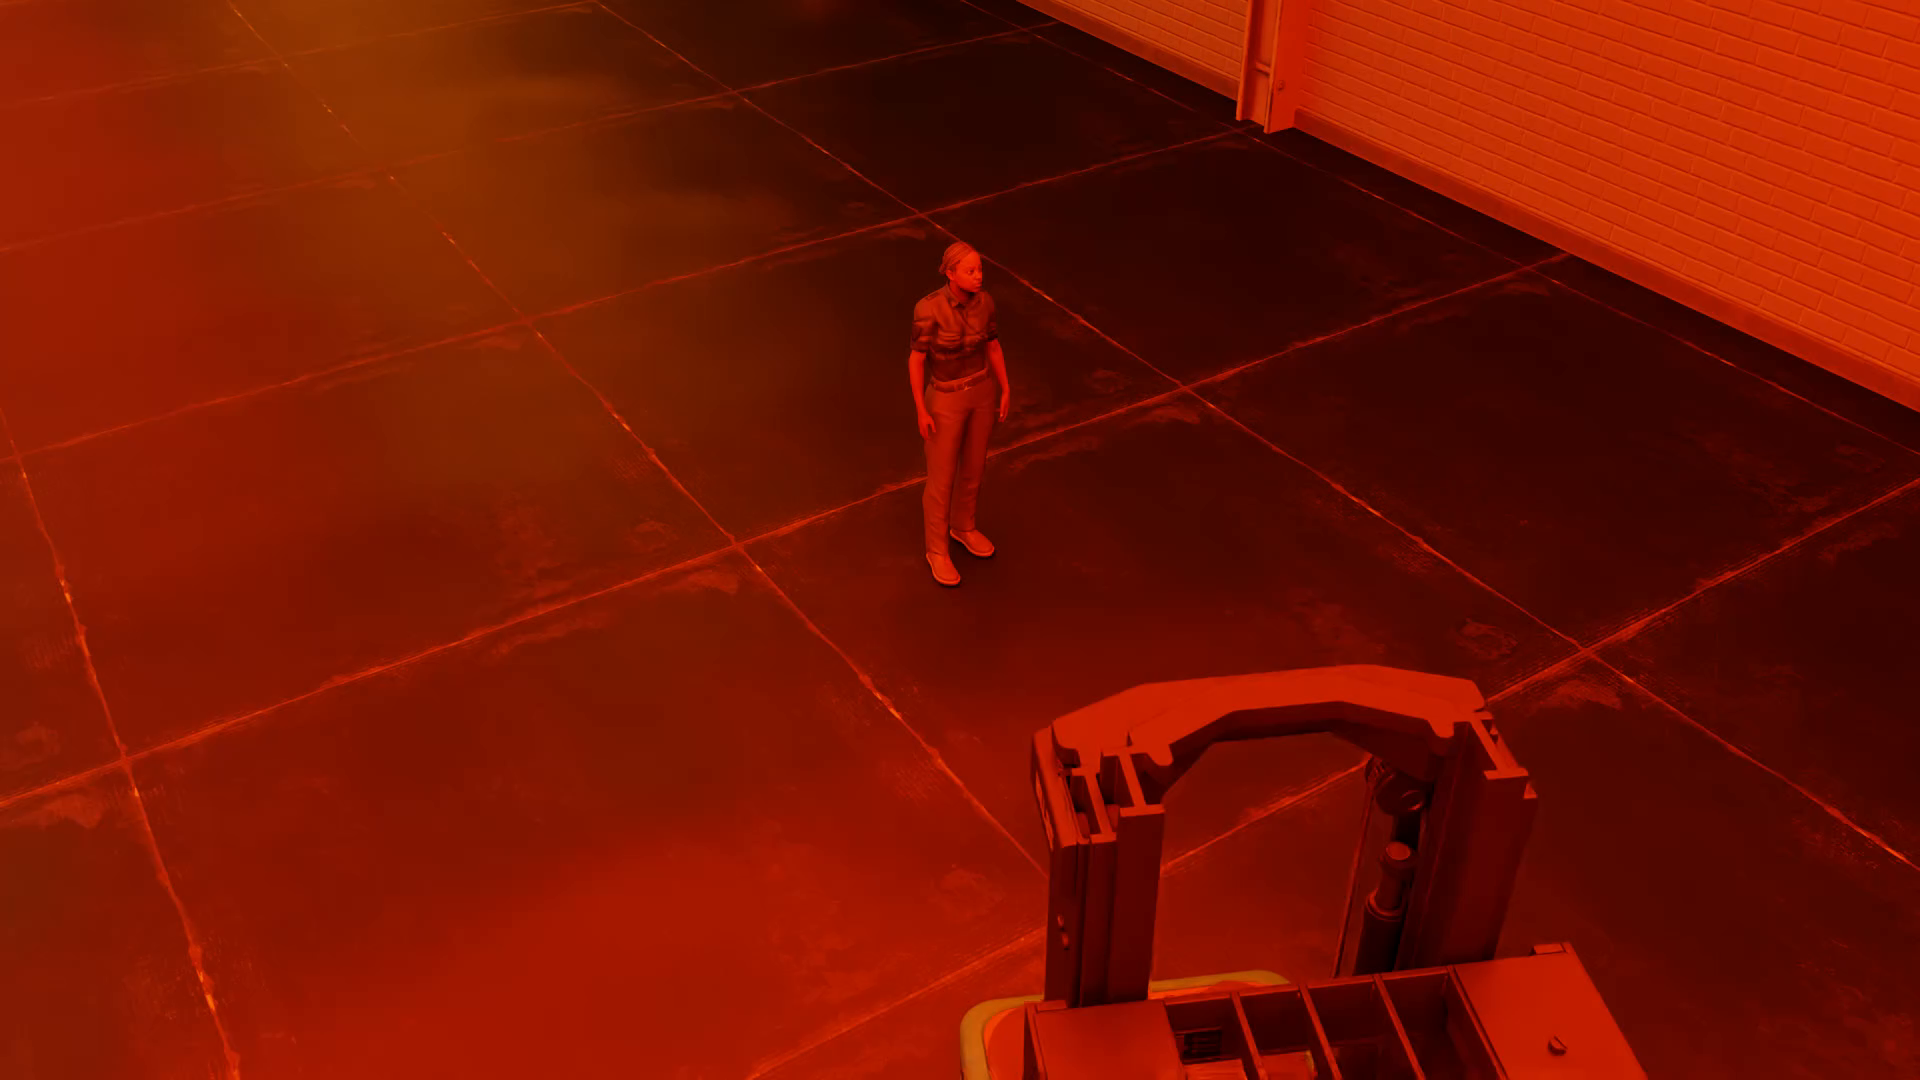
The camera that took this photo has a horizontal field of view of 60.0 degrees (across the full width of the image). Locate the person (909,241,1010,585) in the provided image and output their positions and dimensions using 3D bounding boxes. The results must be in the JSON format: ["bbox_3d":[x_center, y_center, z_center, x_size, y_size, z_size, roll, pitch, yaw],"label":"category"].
[{"bbox_3d":[0.031,-0.634,8.149,0.569,1.654,0.504,-21,40,-27],"label":"person"}]

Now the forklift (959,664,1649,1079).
[{"bbox_3d":[0.701,1.842,3.526,1.130,2.935,3.031,-5,35,-7],"label":"forklift"}]
